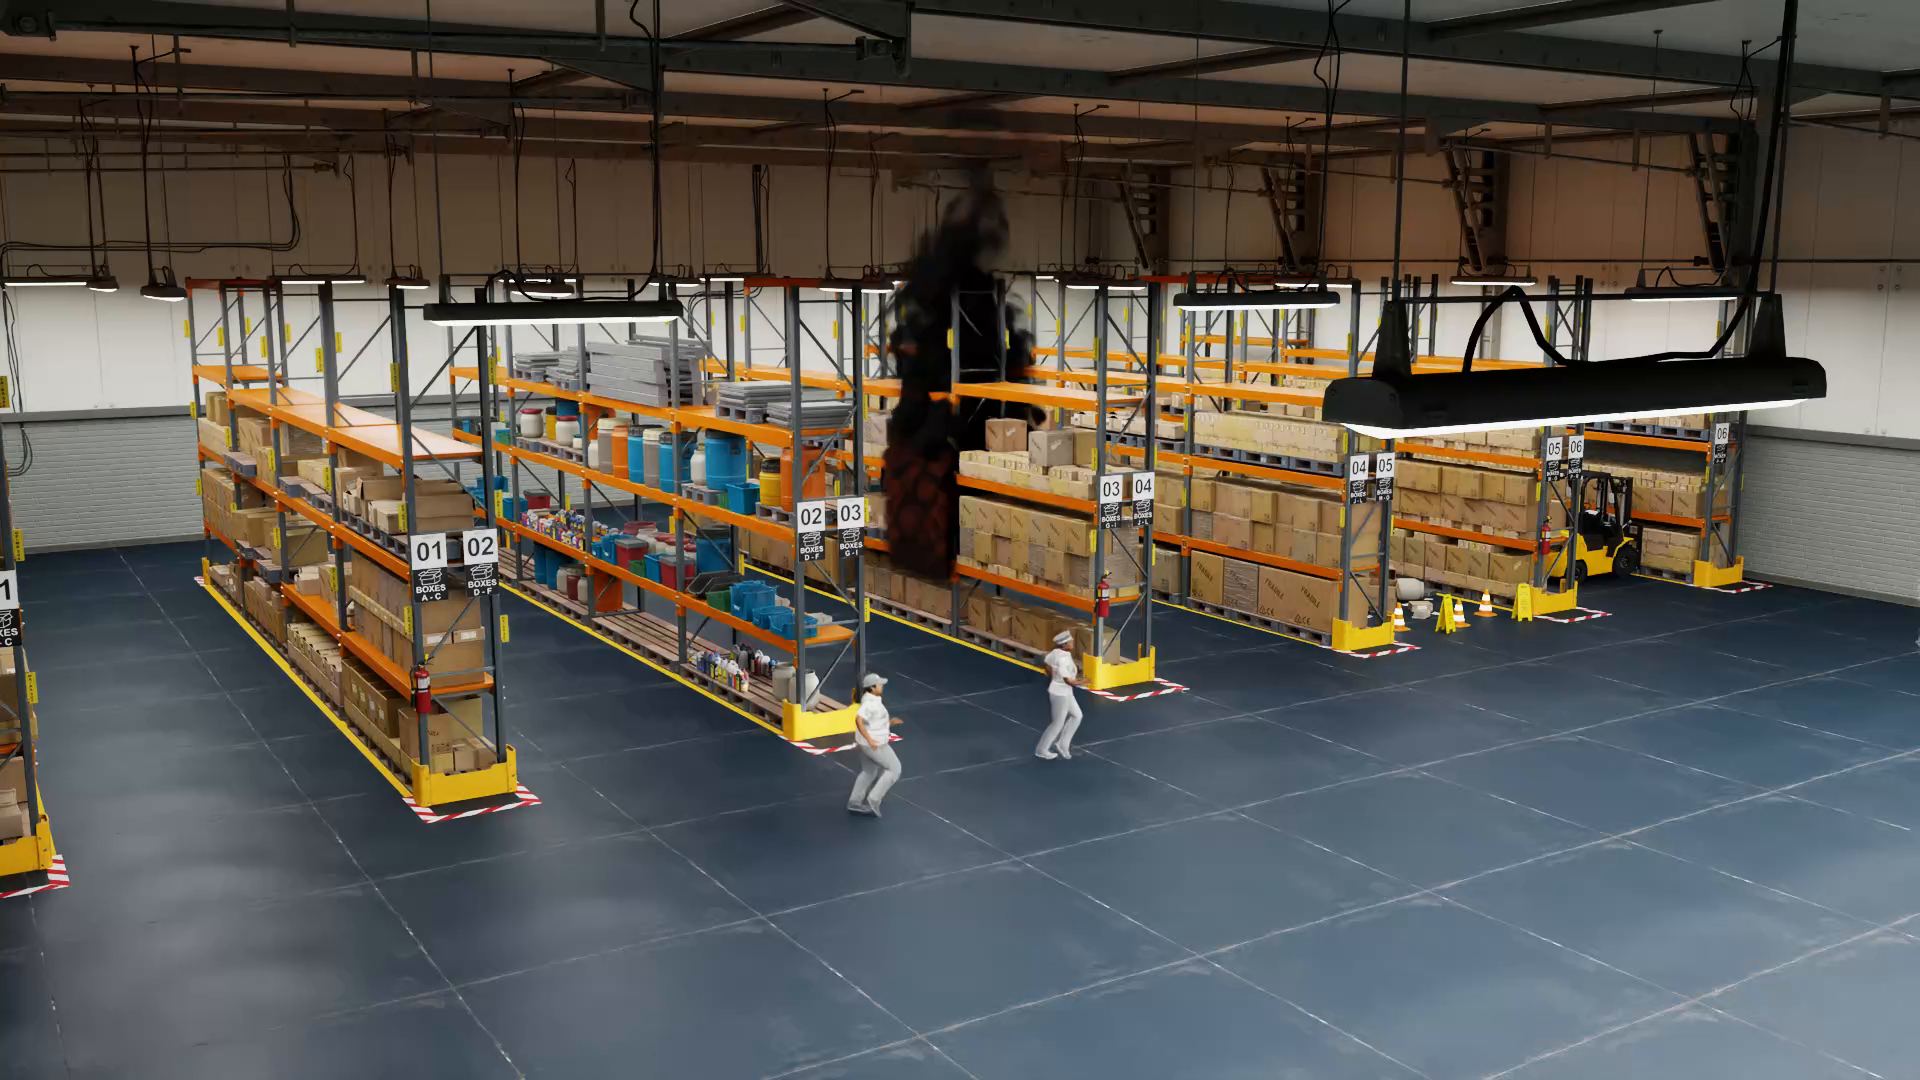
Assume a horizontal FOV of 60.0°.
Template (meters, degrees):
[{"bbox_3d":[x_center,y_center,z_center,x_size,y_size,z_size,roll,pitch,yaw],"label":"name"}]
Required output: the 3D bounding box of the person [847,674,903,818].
[{"bbox_3d":[-0.971,2.354,19.096,0.665,1.672,0.580,-3,10,-16],"label":"person"}]

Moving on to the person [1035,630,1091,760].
[{"bbox_3d":[1.309,1.997,21.156,0.717,1.747,0.593,0,10,-1],"label":"person"}]

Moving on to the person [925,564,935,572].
[{"bbox_3d":[-0.471,-0.026,33.124,0.760,1.639,0.610,9,13,44],"label":"person"}]

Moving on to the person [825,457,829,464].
[{"bbox_3d":[-3.378,-1.322,40.882,0.614,1.672,0.804,5,11,30],"label":"person"}]
